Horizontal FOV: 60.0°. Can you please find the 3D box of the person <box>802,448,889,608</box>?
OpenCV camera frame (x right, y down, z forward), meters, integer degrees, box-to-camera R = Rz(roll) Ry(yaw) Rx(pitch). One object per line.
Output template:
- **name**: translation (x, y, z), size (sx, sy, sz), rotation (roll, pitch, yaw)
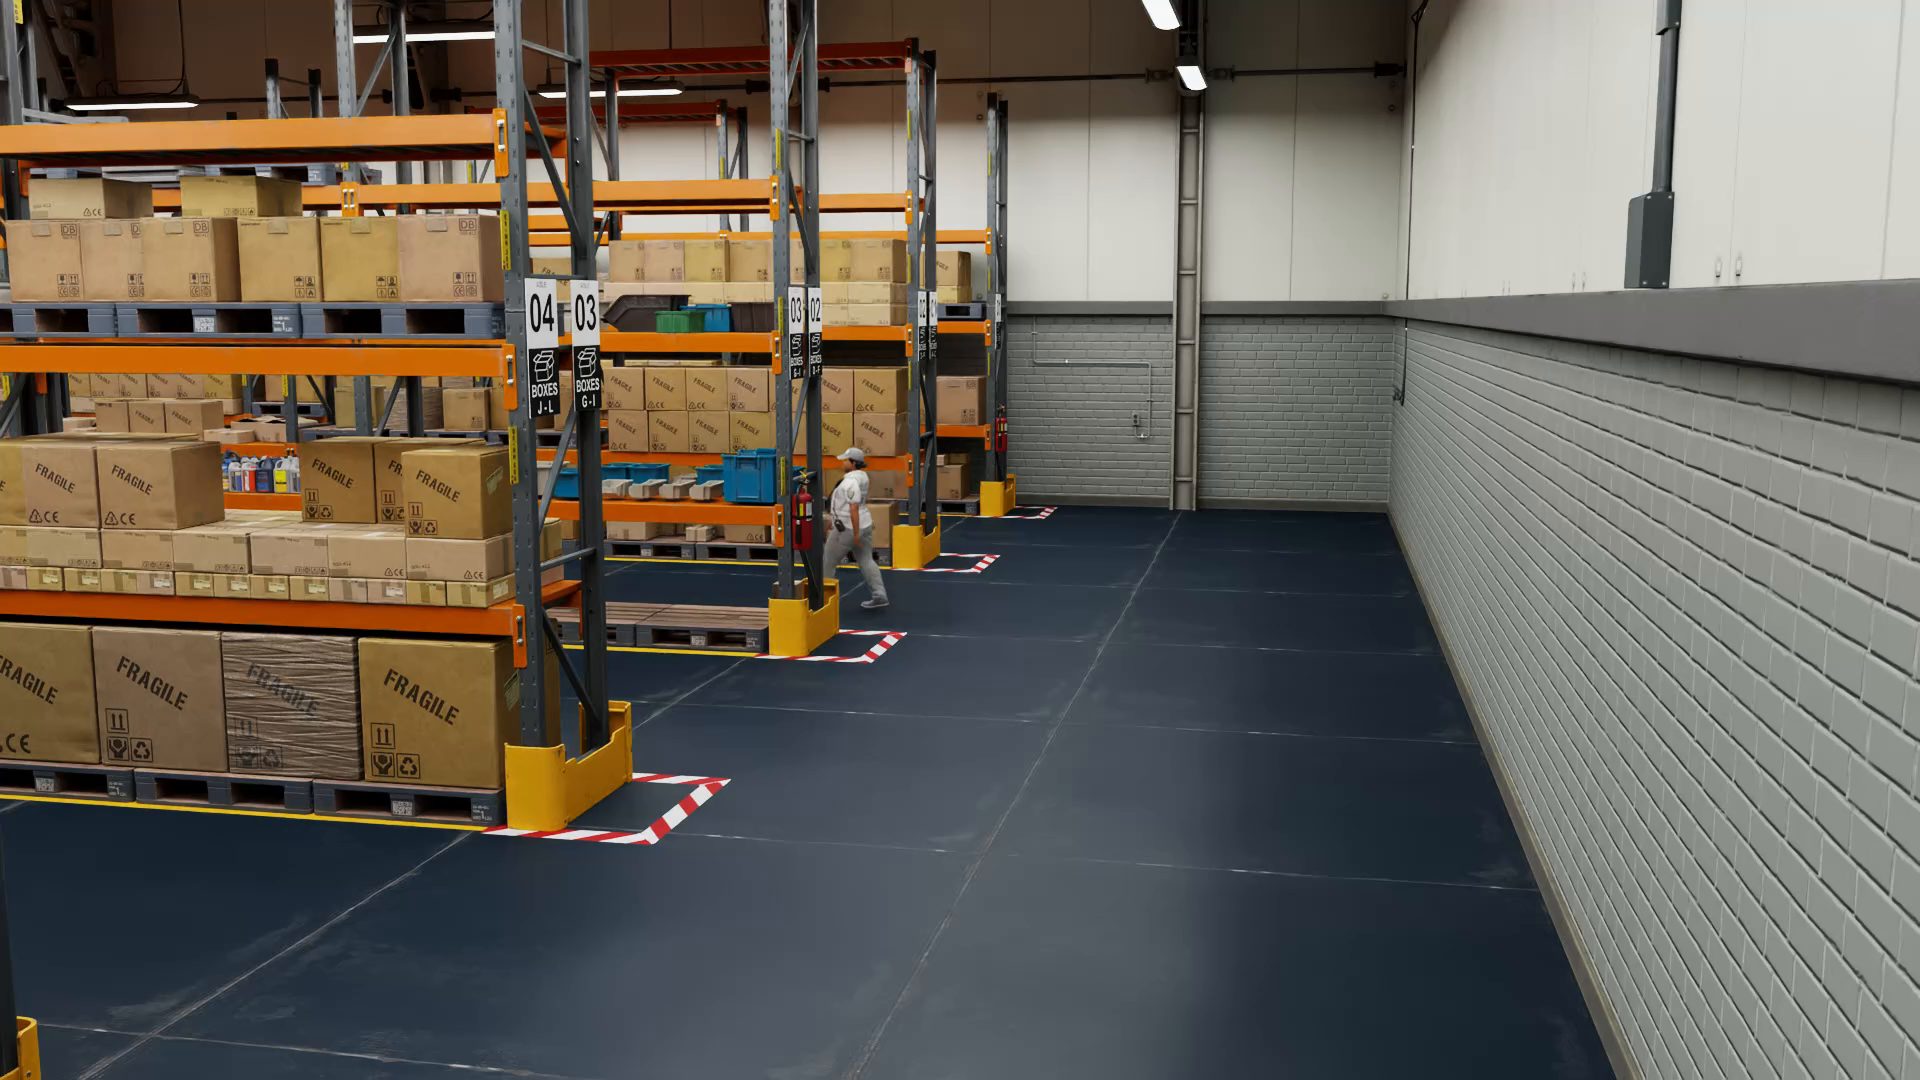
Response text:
- **person**: translation (-1.186, -0.121, 16.588), size (0.928, 1.616, 0.519), rotation (3, 9, 21)
